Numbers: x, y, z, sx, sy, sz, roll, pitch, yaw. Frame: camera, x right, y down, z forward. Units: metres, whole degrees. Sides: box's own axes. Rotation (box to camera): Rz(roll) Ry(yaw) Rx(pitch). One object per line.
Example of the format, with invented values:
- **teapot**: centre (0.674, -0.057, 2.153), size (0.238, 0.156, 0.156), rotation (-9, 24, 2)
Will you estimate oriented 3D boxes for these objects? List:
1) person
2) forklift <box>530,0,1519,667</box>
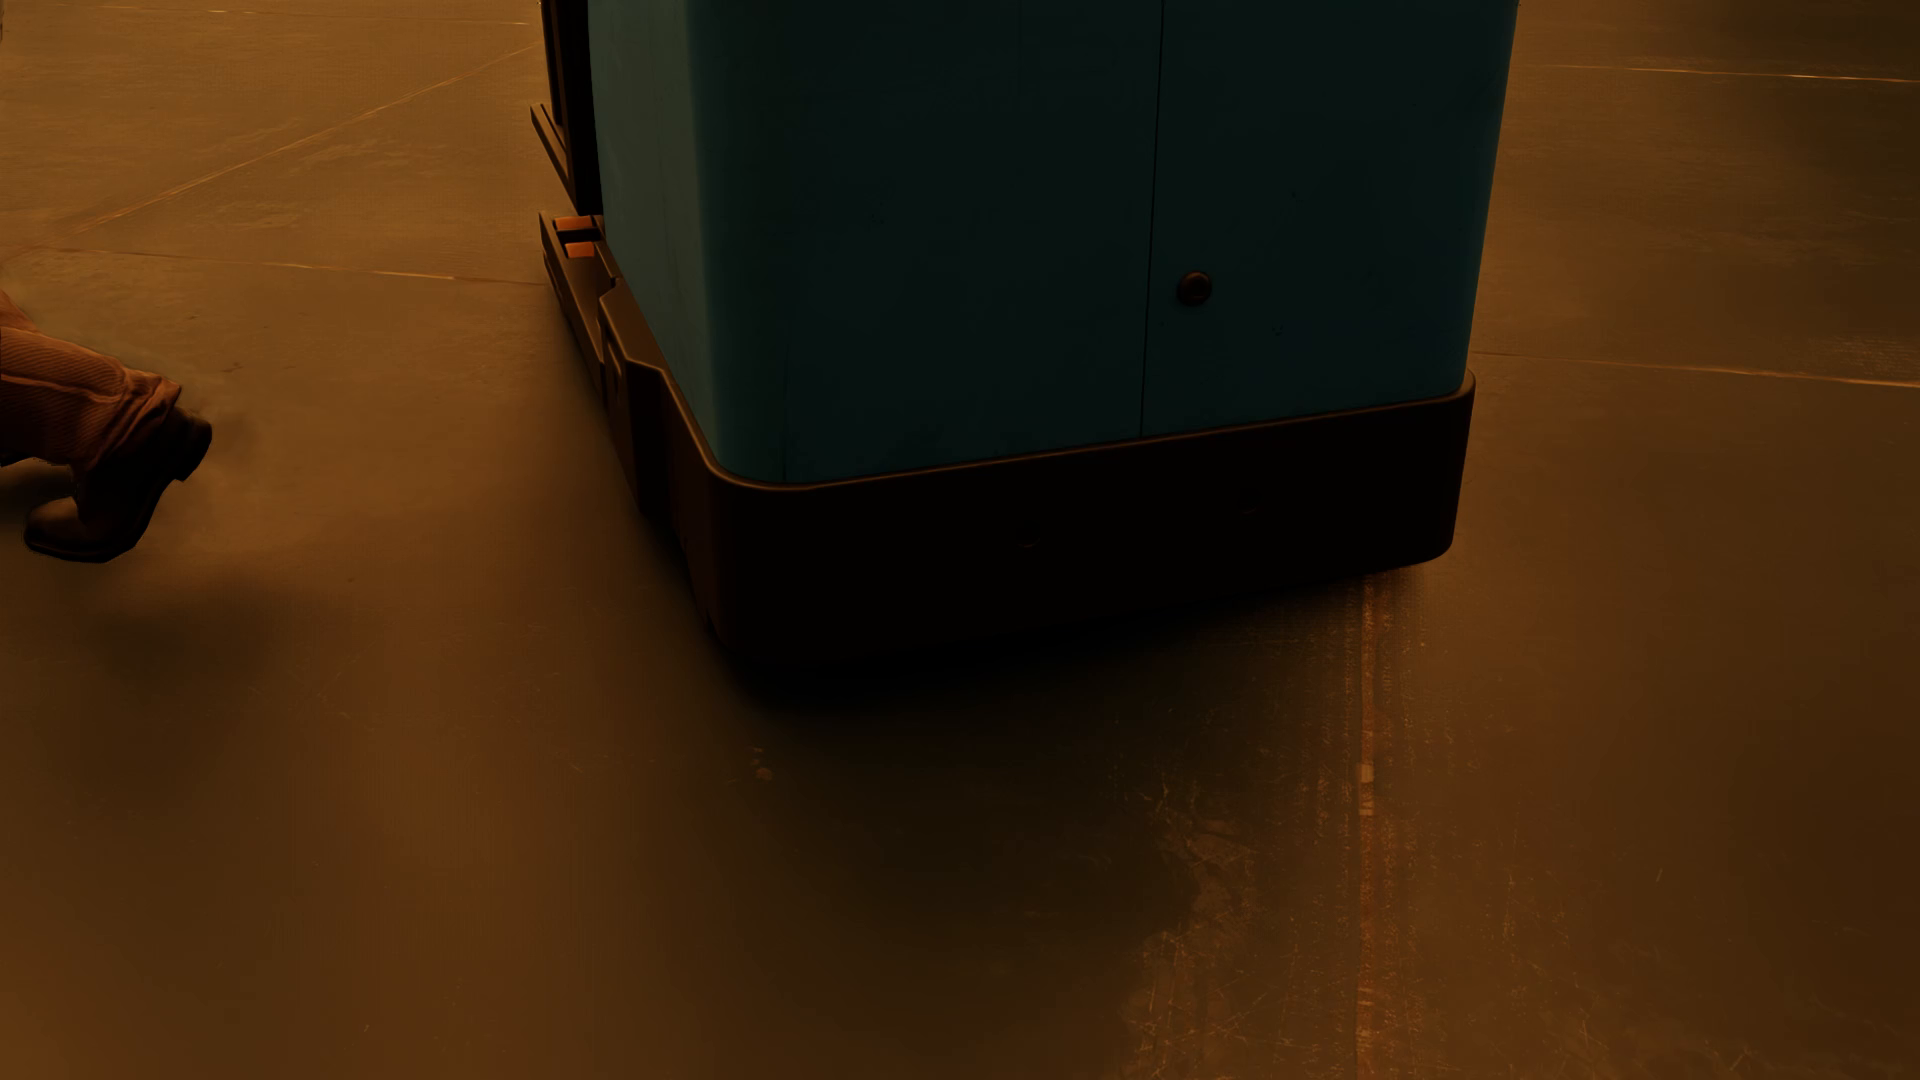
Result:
- **person**: centre (-1.460, -0.820, 2.349), size (0.665, 1.549, 1.046), rotation (-11, 29, -21)
- **forklift**: centre (-0.254, -1.797, 2.809), size (1.130, 2.935, 3.031), rotation (-9, 28, -17)
